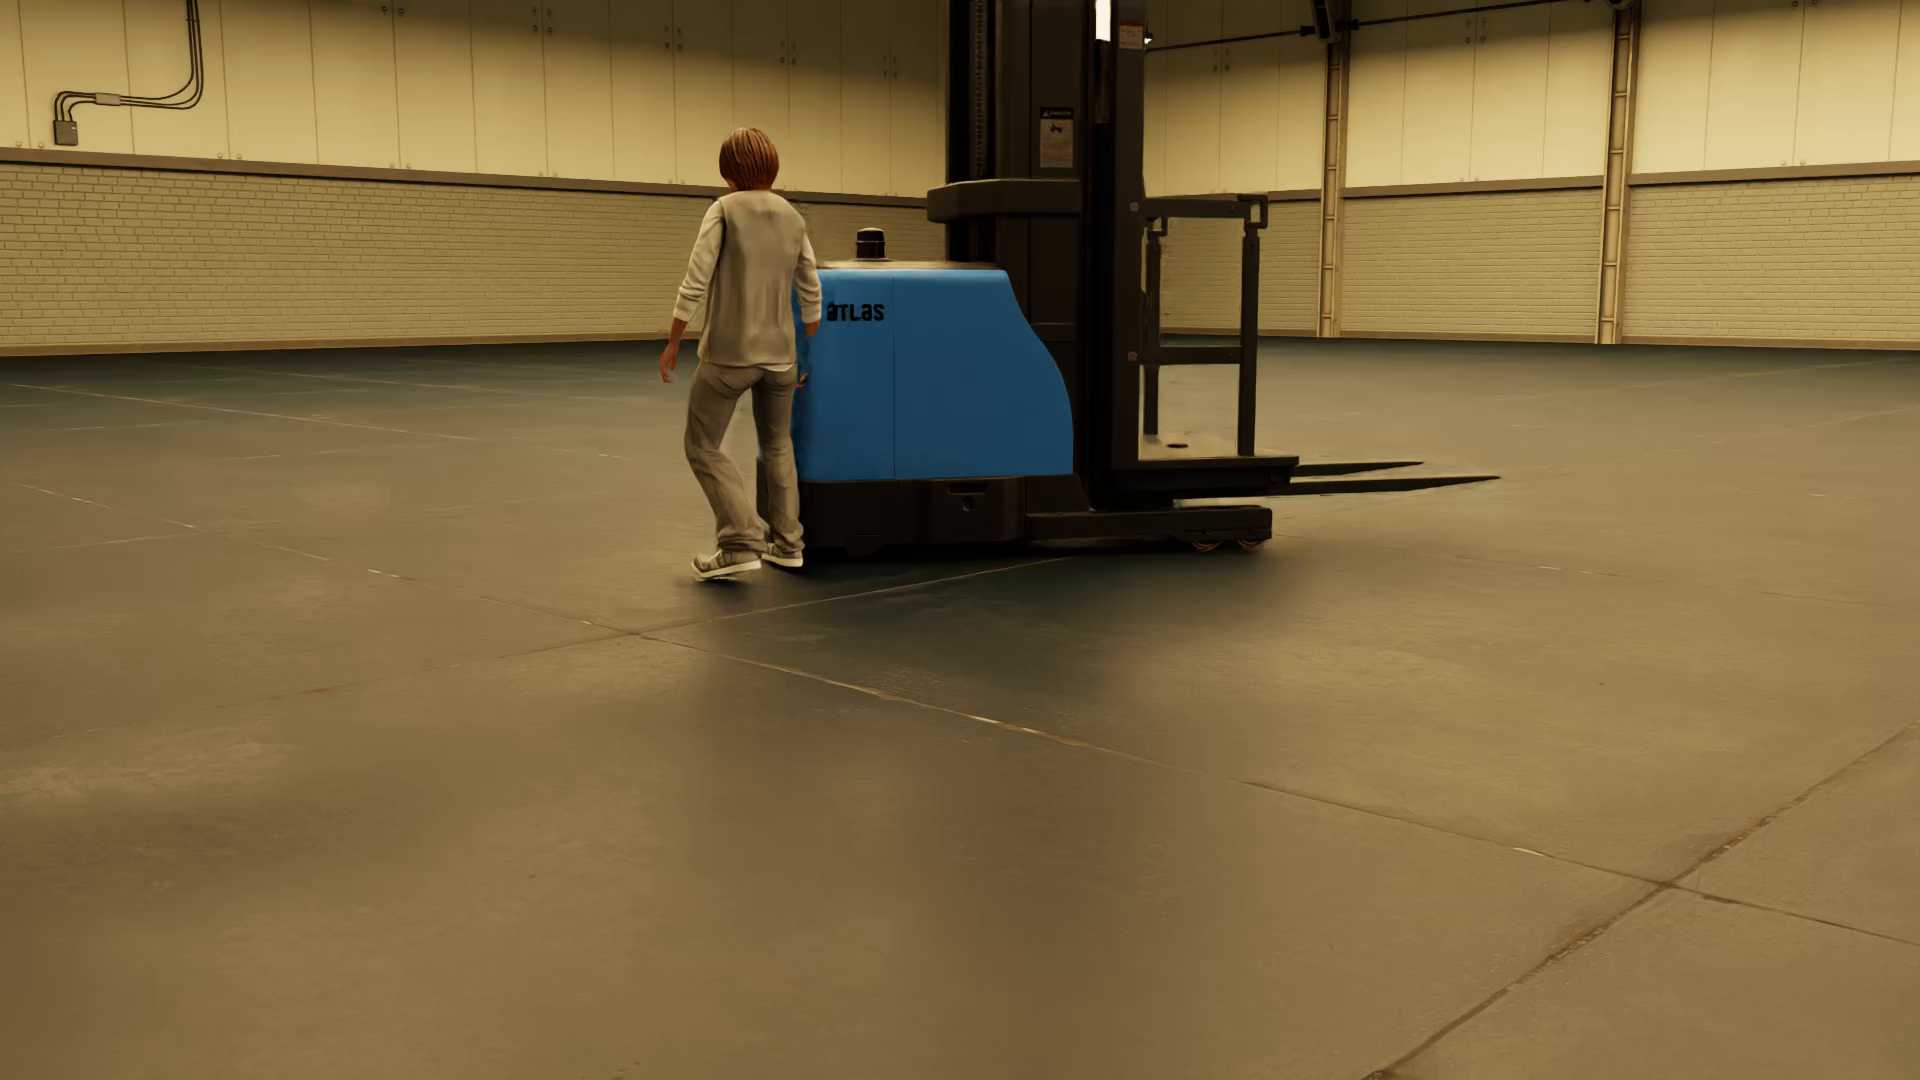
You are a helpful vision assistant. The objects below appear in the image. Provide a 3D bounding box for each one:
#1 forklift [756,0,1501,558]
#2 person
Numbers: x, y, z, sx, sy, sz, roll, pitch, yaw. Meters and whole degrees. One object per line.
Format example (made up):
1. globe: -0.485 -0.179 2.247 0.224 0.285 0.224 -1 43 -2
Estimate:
1. forklift: 0.726 -1.482 6.717 3.031 2.935 1.130 -2 9 -15
2. person: -0.757 -0.643 5.822 0.610 1.529 0.430 -6 11 -35
